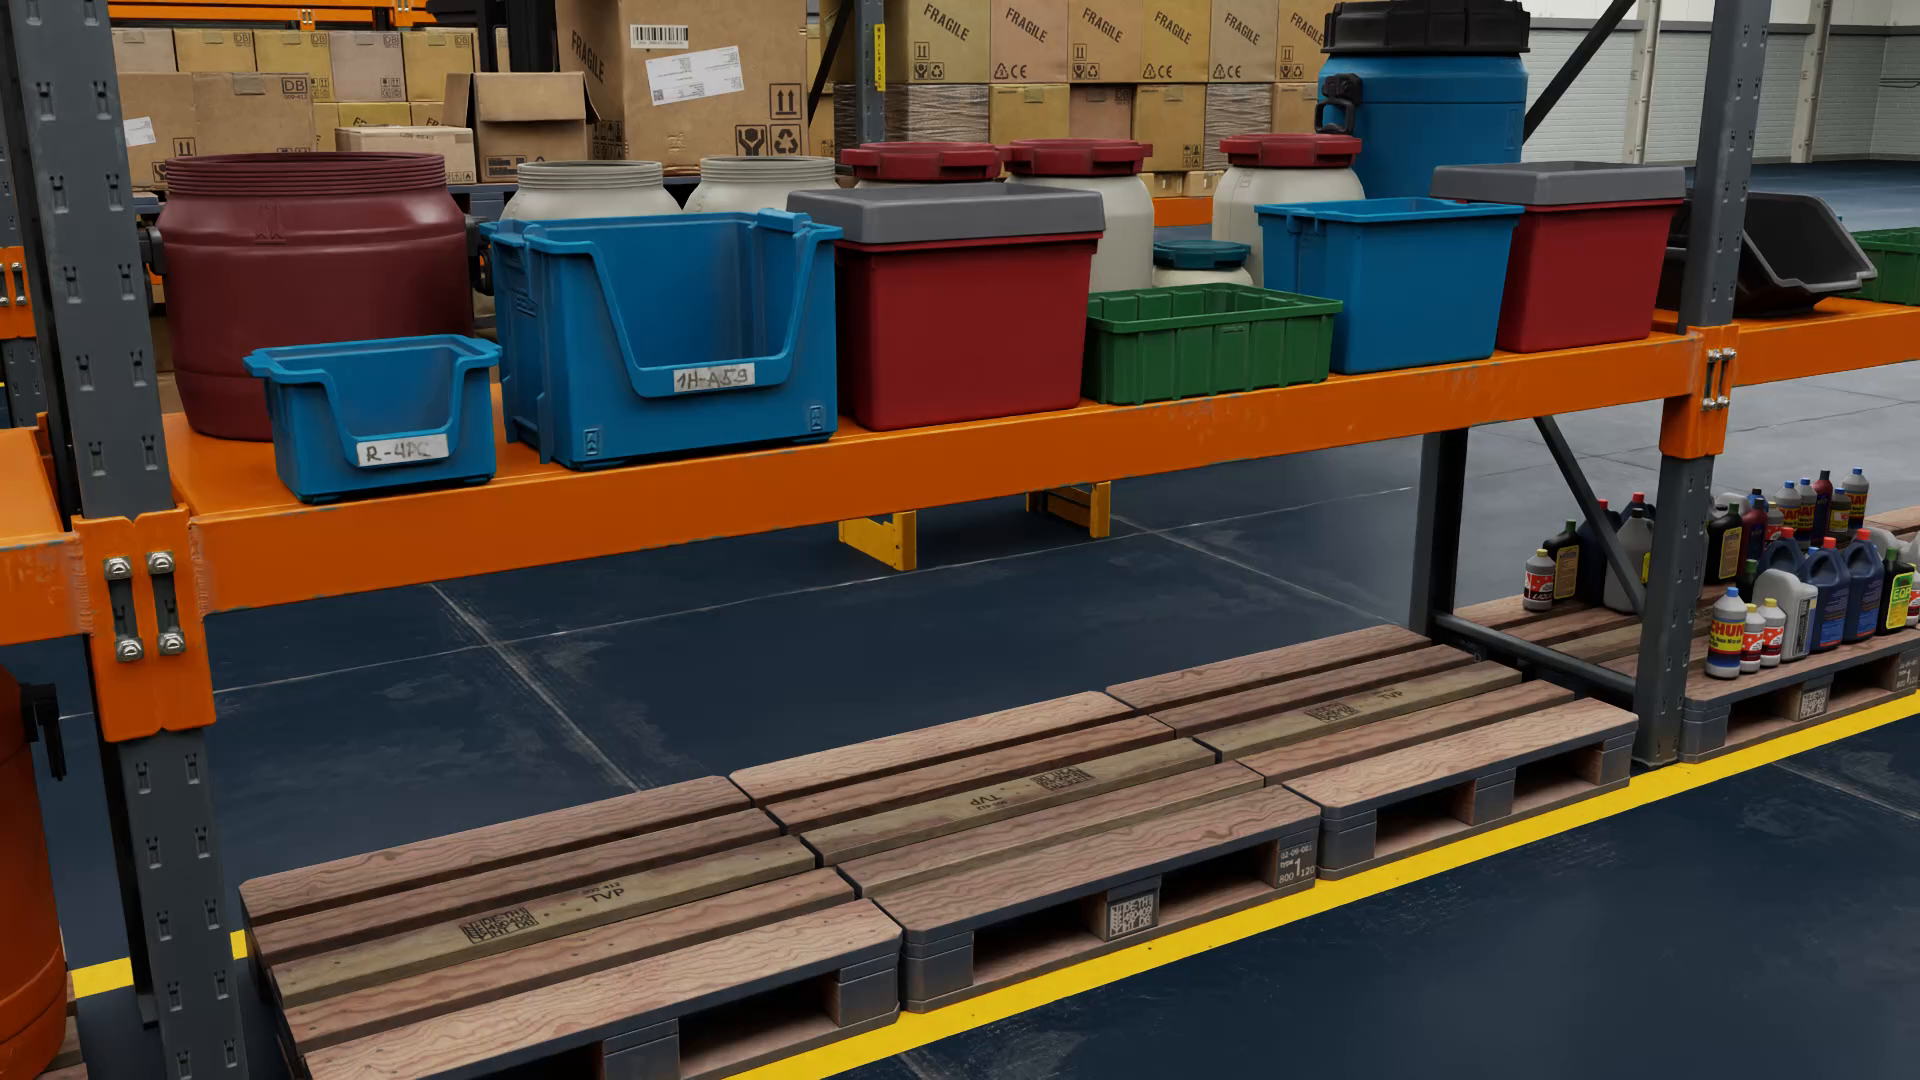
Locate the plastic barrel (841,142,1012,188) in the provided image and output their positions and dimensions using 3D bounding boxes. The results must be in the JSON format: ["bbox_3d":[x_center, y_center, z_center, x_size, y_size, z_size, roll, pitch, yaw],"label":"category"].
[{"bbox_3d":[-0.079,-0.702,4.103,0.433,0.535,0.433,0,16,0],"label":"plastic barrel"}]

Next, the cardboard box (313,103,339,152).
[{"bbox_3d":[-4.775,-2.890,11.978,0.500,0.500,0.500,-9,18,-30],"label":"cardboard box"}]

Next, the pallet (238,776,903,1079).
[{"bbox_3d":[-0.891,0.920,3.738,1.213,0.211,1.003,-9,18,-30],"label":"pallet"}]

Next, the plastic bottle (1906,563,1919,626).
[{"bbox_3d":[3.176,0.179,5.584,0.097,0.201,0.097,0,16,0],"label":"plastic bottle"}]

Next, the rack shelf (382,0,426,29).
[{"bbox_3d":[-4.086,-5.695,17.945,4.000,0.370,1.077,-9,18,-30],"label":"rack shelf"}]

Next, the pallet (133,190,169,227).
[{"bbox_3d":[-3.570,-1.502,7.565,1.003,0.211,1.213,-9,18,-30],"label":"pallet"}]

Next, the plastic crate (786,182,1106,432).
[{"bbox_3d":[-0.032,-0.509,3.550,0.583,0.464,0.402,-9,18,-30],"label":"plastic crate"}]

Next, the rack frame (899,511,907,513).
[{"bbox_3d":[-0.363,-0.663,6.998,0.032,1.500,0.500,-9,18,-30],"label":"rack frame"}]

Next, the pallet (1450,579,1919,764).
[{"bbox_3d":[2.451,0.378,5.668,1.213,0.211,1.003,-9,18,-30],"label":"pallet"}]

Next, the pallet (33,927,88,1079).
[{"bbox_3d":[-2.229,1.137,2.961,1.213,0.211,1.003,-9,18,-30],"label":"pallet"}]

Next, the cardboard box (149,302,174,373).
[{"bbox_3d":[-3.567,-0.940,7.632,0.500,0.250,0.500,-8,18,-27],"label":"cardboard box"}]

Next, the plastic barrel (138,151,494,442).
[{"bbox_3d":[-1.333,-0.525,3.472,0.708,0.536,0.600,-9,18,-30],"label":"plastic barrel"}]

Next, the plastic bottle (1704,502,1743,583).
[{"bbox_3d":[2.774,0.008,6.041,0.133,0.283,0.061,-9,18,-30],"label":"plastic bottle"}]

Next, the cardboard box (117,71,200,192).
[{"bbox_3d":[-3.683,-1.805,7.329,0.500,0.500,0.500,-12,20,-36],"label":"cardboard box"}]

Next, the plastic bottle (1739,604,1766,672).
[{"bbox_3d":[2.440,0.298,5.158,0.097,0.201,0.097,0,16,0],"label":"plastic bottle"}]

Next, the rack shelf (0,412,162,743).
[{"bbox_3d":[-3.289,0.300,2.115,4.000,0.370,1.077,-9,18,-30],"label":"rack shelf"}]

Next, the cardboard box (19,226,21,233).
[{"bbox_3d":[-8.740,-2.776,15.847,0.625,0.372,0.950,-11,19,-33],"label":"cardboard box"}]

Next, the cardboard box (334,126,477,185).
[{"bbox_3d":[-2.571,-1.780,7.703,0.500,0.250,0.500,-10,18,-31],"label":"cardboard box"}]

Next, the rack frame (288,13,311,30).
[{"bbox_3d":[-8.360,-5.467,21.356,0.127,3.000,1.000,-9,18,-30],"label":"rack frame"}]

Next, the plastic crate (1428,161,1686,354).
[{"bbox_3d":[1.596,-0.773,4.492,0.583,0.464,0.402,-9,18,-30],"label":"plastic crate"}]

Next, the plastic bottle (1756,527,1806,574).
[{"bbox_3d":[2.685,0.134,5.468,0.185,0.351,0.144,-9,18,-30],"label":"plastic bottle"}]

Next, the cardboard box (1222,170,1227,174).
[{"bbox_3d":[1.531,-2.197,10.154,0.250,0.149,0.380,-9,18,-30],"label":"cardboard box"}]

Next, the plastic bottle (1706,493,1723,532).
[{"bbox_3d":[2.699,-0.045,6.104,0.185,0.351,0.144,-9,18,-30],"label":"plastic bottle"}]

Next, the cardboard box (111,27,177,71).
[{"bbox_3d":[-5.771,-3.292,11.560,0.500,0.500,0.700,-10,18,-31],"label":"cardboard box"}]

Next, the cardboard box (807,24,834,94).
[{"bbox_3d":[-1.435,-4.046,14.006,0.500,0.550,0.875,-9,18,-30],"label":"cardboard box"}]

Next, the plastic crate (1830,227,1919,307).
[{"bbox_3d":[3.163,-0.902,5.462,0.662,0.188,0.450,-9,18,-30],"label":"plastic crate"}]

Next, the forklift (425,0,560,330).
[{"bbox_3d":[-2.816,-2.594,11.233,3.031,2.935,1.130,15,21,42],"label":"forklift"}]

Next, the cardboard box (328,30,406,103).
[{"bbox_3d":[-4.461,-3.505,12.319,0.500,0.500,0.700,-9,18,-29],"label":"cardboard box"}]

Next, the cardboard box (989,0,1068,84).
[{"bbox_3d":[0.247,-2.773,9.155,0.500,0.500,0.500,-9,18,-30],"label":"cardboard box"}]

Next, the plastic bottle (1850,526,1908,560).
[{"bbox_3d":[3.188,0.087,5.774,0.135,0.276,0.152,-9,18,-30],"label":"plastic bottle"}]

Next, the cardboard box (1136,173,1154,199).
[{"bbox_3d":[0.921,-2.077,9.729,0.250,0.149,0.380,-9,18,-30],"label":"cardboard box"}]

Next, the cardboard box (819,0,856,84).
[{"bbox_3d":[-0.453,-2.825,9.343,0.500,0.500,0.500,-9,18,-30],"label":"cardboard box"}]

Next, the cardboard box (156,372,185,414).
[{"bbox_3d":[-3.562,-0.576,7.725,0.500,0.500,0.700,-10,19,-33],"label":"cardboard box"}]

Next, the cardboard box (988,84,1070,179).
[{"bbox_3d":[0.167,-2.327,9.419,0.500,0.500,0.875,-9,18,-30],"label":"cardboard box"}]

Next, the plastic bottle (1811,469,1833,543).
[{"bbox_3d":[3.364,-0.133,6.545,0.133,0.283,0.061,-9,18,-29],"label":"plastic bottle"}]

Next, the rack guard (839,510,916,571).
[{"bbox_3d":[-0.362,-0.062,7.167,0.087,0.250,0.587,-9,18,-30],"label":"rack guard"}]

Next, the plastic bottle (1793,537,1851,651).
[{"bbox_3d":[2.759,0.167,5.349,0.185,0.351,0.144,-9,18,-28],"label":"plastic bottle"}]

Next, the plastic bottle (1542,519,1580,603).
[{"bbox_3d":[2.096,0.072,5.812,0.133,0.283,0.061,-8,18,-27],"label":"plastic bottle"}]

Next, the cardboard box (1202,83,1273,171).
[{"bbox_3d":[1.428,-2.547,10.202,0.500,0.500,0.875,-9,18,-30],"label":"cardboard box"}]

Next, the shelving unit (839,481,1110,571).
[{"bbox_3d":[0.065,-0.733,7.245,1.083,1.500,0.587,-9,18,-30],"label":"shelving unit"}]

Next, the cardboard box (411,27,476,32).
[{"bbox_3d":[-5.312,-5.003,17.112,0.500,0.500,0.700,-9,18,-30],"label":"cardboard box"}]

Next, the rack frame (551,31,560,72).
[{"bbox_3d":[-3.165,-3.188,13.225,0.127,3.000,1.000,-9,18,-30],"label":"rack frame"}]

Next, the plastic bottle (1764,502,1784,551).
[{"bbox_3d":[3.103,-0.046,6.385,0.097,0.201,0.097,0,16,0],"label":"plastic bottle"}]

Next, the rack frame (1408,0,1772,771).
[{"bbox_3d":[1.854,-0.880,4.993,0.127,3.000,1.000,-9,18,-30],"label":"rack frame"}]

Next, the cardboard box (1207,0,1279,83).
[{"bbox_3d":[1.532,-2.982,9.901,0.500,0.500,0.500,-9,18,-30],"label":"cardboard box"}]

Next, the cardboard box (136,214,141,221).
[{"bbox_3d":[-10.114,-4.240,20.599,0.625,0.625,0.875,-10,19,-32],"label":"cardboard box"}]

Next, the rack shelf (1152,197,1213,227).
[{"bbox_3d":[1.017,-1.958,10.170,4.000,0.370,1.077,-9,18,-30],"label":"rack shelf"}]

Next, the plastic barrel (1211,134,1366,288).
[{"bbox_3d":[0.921,-0.864,4.682,0.433,0.535,0.433,0,16,0],"label":"plastic barrel"}]

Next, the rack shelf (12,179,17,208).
[{"bbox_3d":[-4.879,-2.564,12.331,4.000,0.370,1.077,-9,18,-30],"label":"rack shelf"}]
